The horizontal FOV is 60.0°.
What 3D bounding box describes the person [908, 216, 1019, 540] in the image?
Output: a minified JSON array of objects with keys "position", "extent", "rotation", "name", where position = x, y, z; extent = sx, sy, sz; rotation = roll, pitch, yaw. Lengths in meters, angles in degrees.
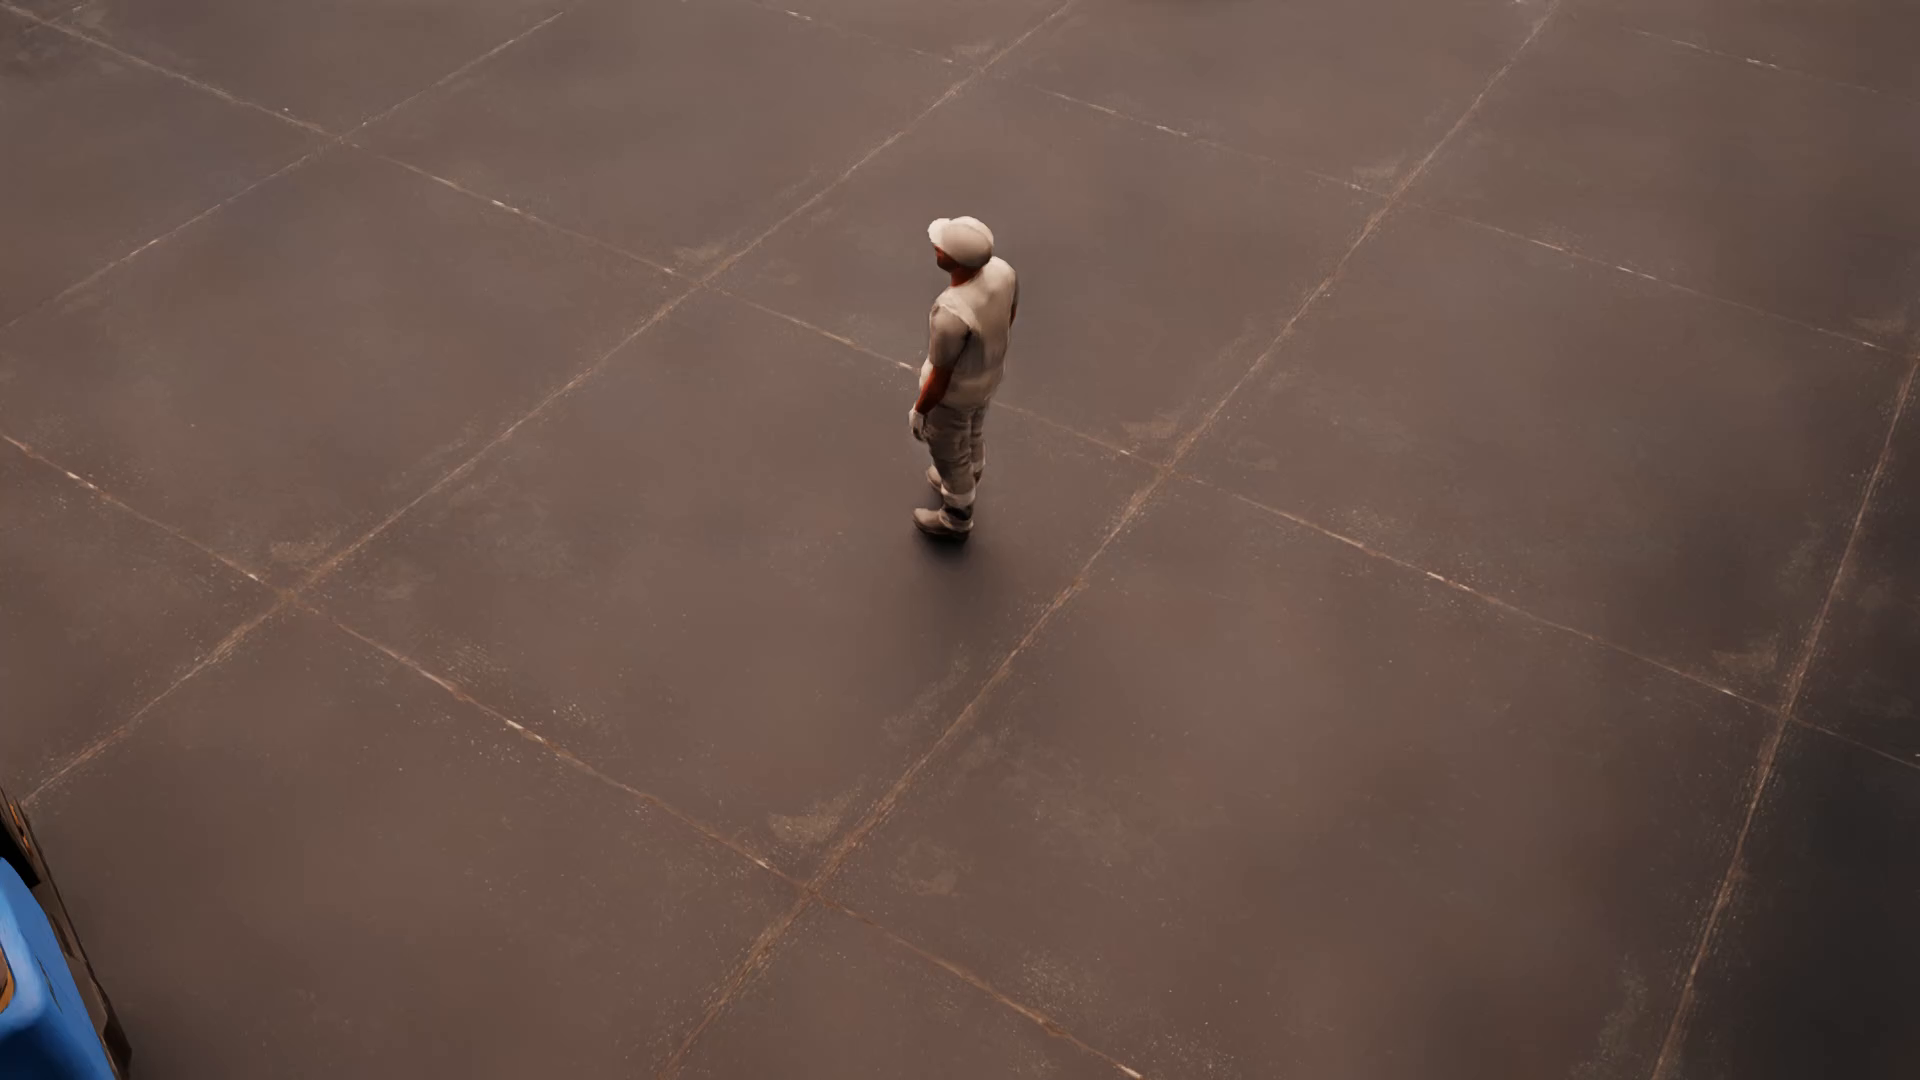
[{"position":[-0.062,-0.719,7.369],"extent":[0.563,1.787,0.637],"rotation":[24,48,23],"name":"person"}]
